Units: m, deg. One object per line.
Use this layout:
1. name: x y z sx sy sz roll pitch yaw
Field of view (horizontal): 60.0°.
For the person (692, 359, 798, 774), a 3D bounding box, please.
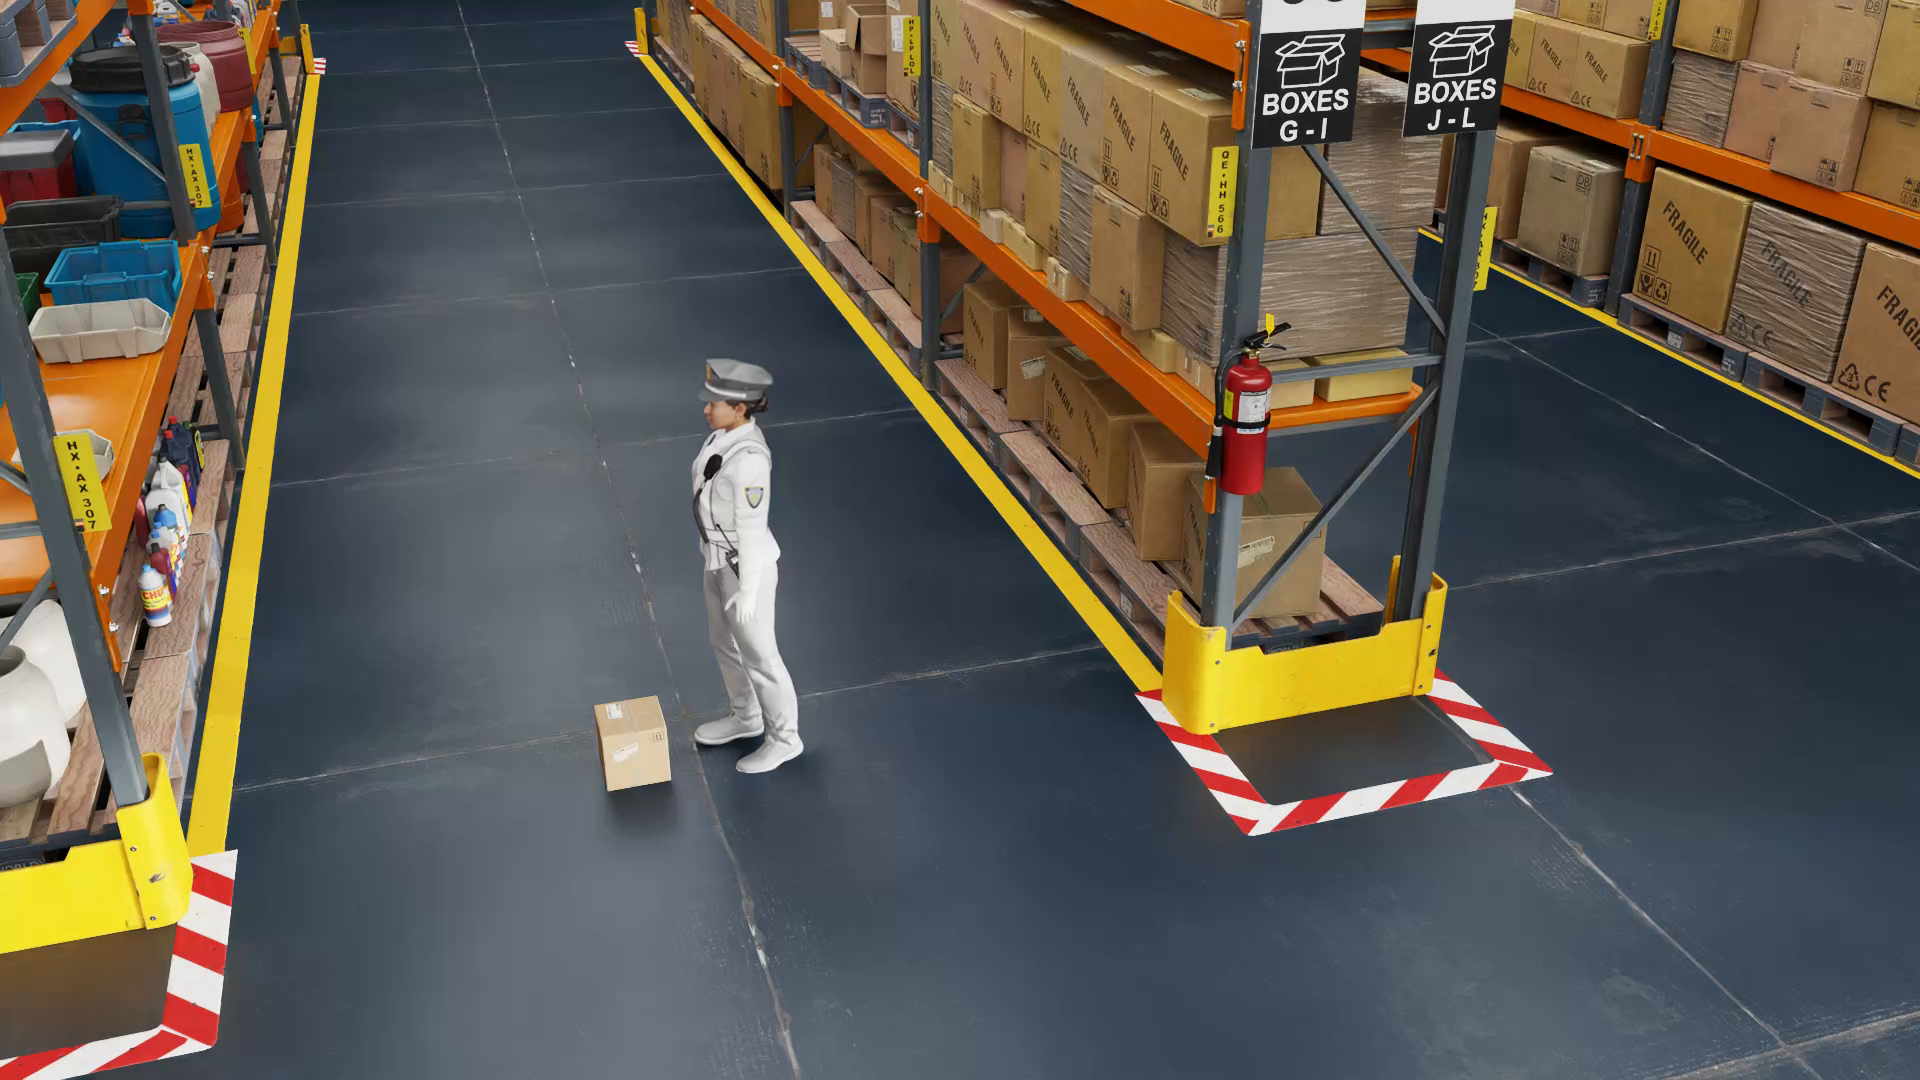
1. person: -0.850 0.111 6.390 0.351 1.696 0.465 -8 27 -15
